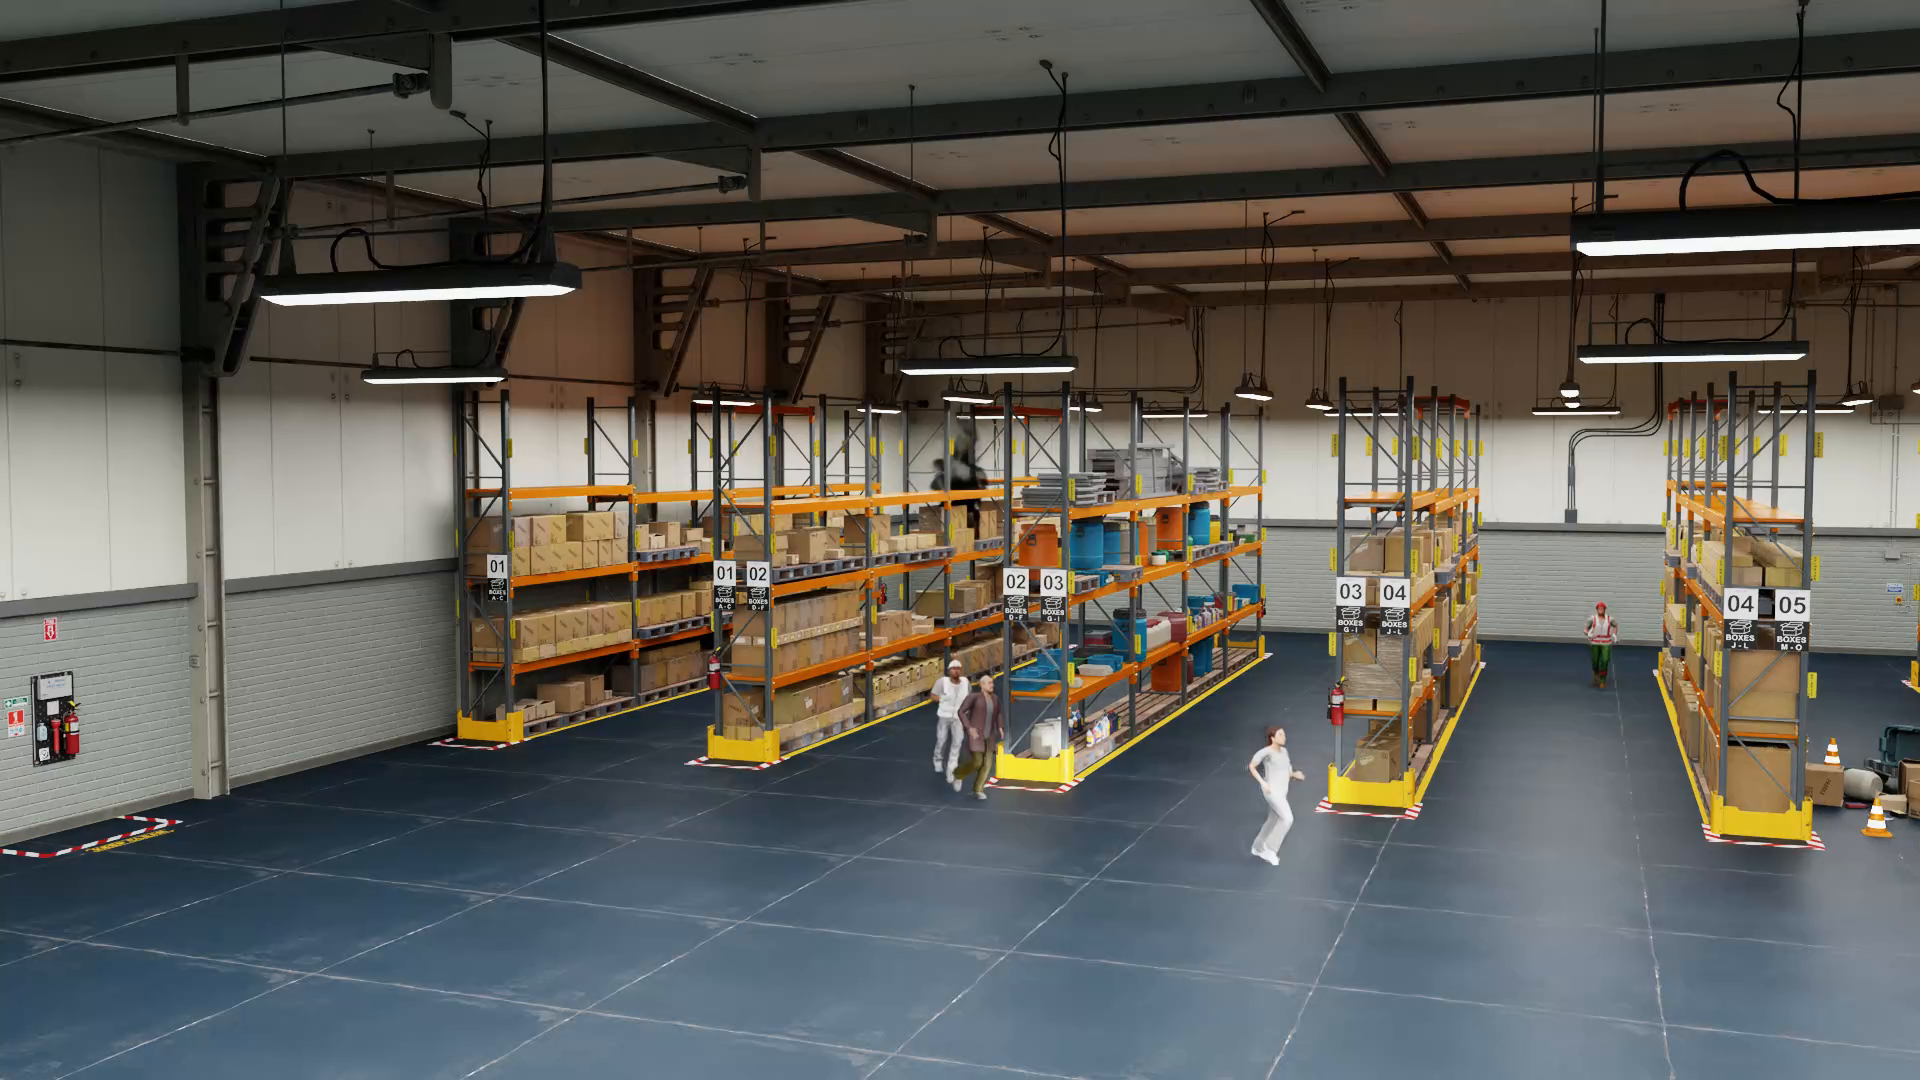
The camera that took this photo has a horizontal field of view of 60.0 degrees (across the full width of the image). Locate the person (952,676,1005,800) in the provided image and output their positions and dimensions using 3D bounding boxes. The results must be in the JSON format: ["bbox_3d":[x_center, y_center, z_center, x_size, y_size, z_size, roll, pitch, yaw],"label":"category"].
[{"bbox_3d":[0.319,2.926,23.987,0.772,1.516,0.720,-2,4,-37],"label":"person"}]

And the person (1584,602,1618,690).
[{"bbox_3d":[13.361,2.185,34.693,0.670,1.781,0.998,1,3,21],"label":"person"}]

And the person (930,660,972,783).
[{"bbox_3d":[-0.122,2.728,25.239,0.678,1.842,0.768,0,3,-8],"label":"person"}]

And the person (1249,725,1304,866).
[{"bbox_3d":[3.811,3.068,20.042,0.687,1.673,0.539,3,4,43],"label":"person"}]
